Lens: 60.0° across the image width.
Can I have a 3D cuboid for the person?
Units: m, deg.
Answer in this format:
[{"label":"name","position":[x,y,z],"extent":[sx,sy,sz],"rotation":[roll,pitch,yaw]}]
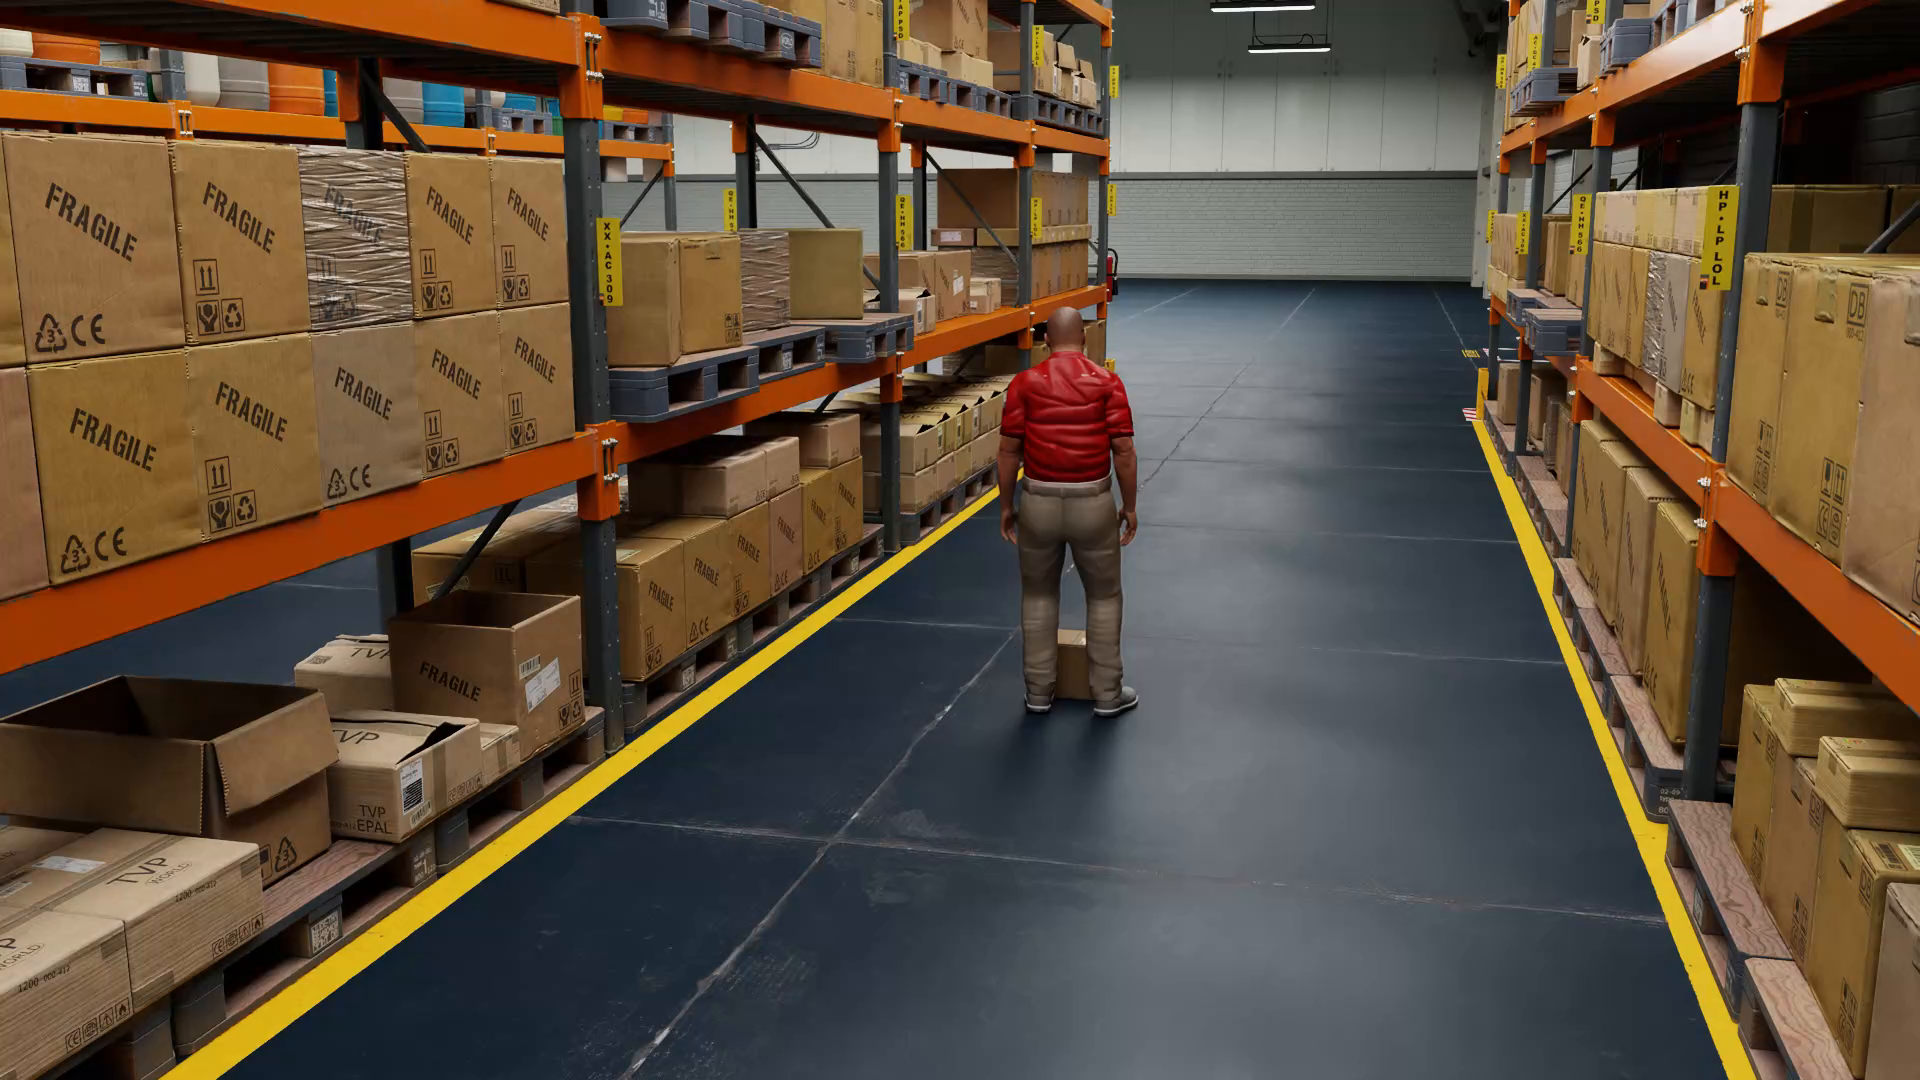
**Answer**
[{"label":"person","position":[0.463,-0.118,7.065],"extent":[0.605,1.726,0.393],"rotation":[2,12,10]}]
